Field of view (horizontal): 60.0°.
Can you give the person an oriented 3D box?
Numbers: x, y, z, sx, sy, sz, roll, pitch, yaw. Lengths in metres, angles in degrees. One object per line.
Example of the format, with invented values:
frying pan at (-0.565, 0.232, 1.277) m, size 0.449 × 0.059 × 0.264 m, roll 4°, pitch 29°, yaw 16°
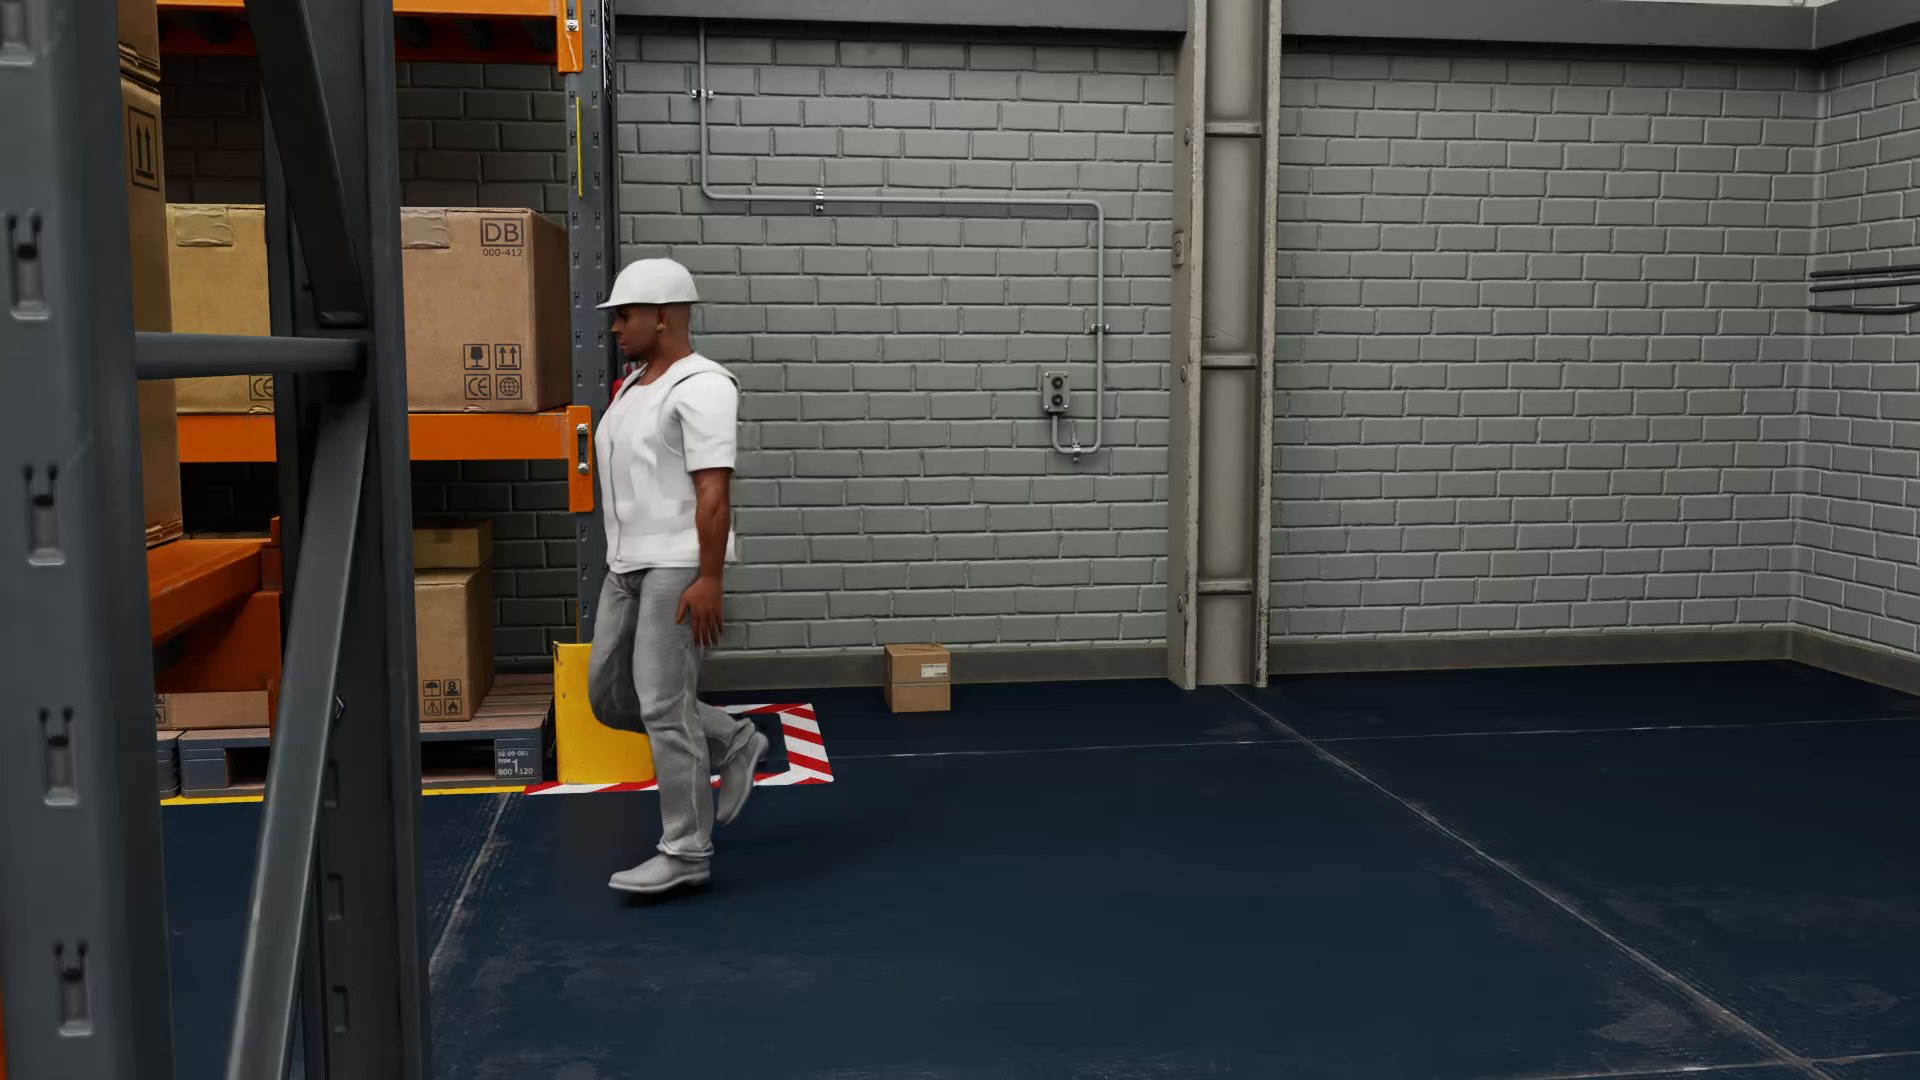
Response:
person at (-0.799, 0.078, 4.779) m, size 0.633 × 1.752 × 0.603 m, roll -4°, pitch 8°, yaw -35°
